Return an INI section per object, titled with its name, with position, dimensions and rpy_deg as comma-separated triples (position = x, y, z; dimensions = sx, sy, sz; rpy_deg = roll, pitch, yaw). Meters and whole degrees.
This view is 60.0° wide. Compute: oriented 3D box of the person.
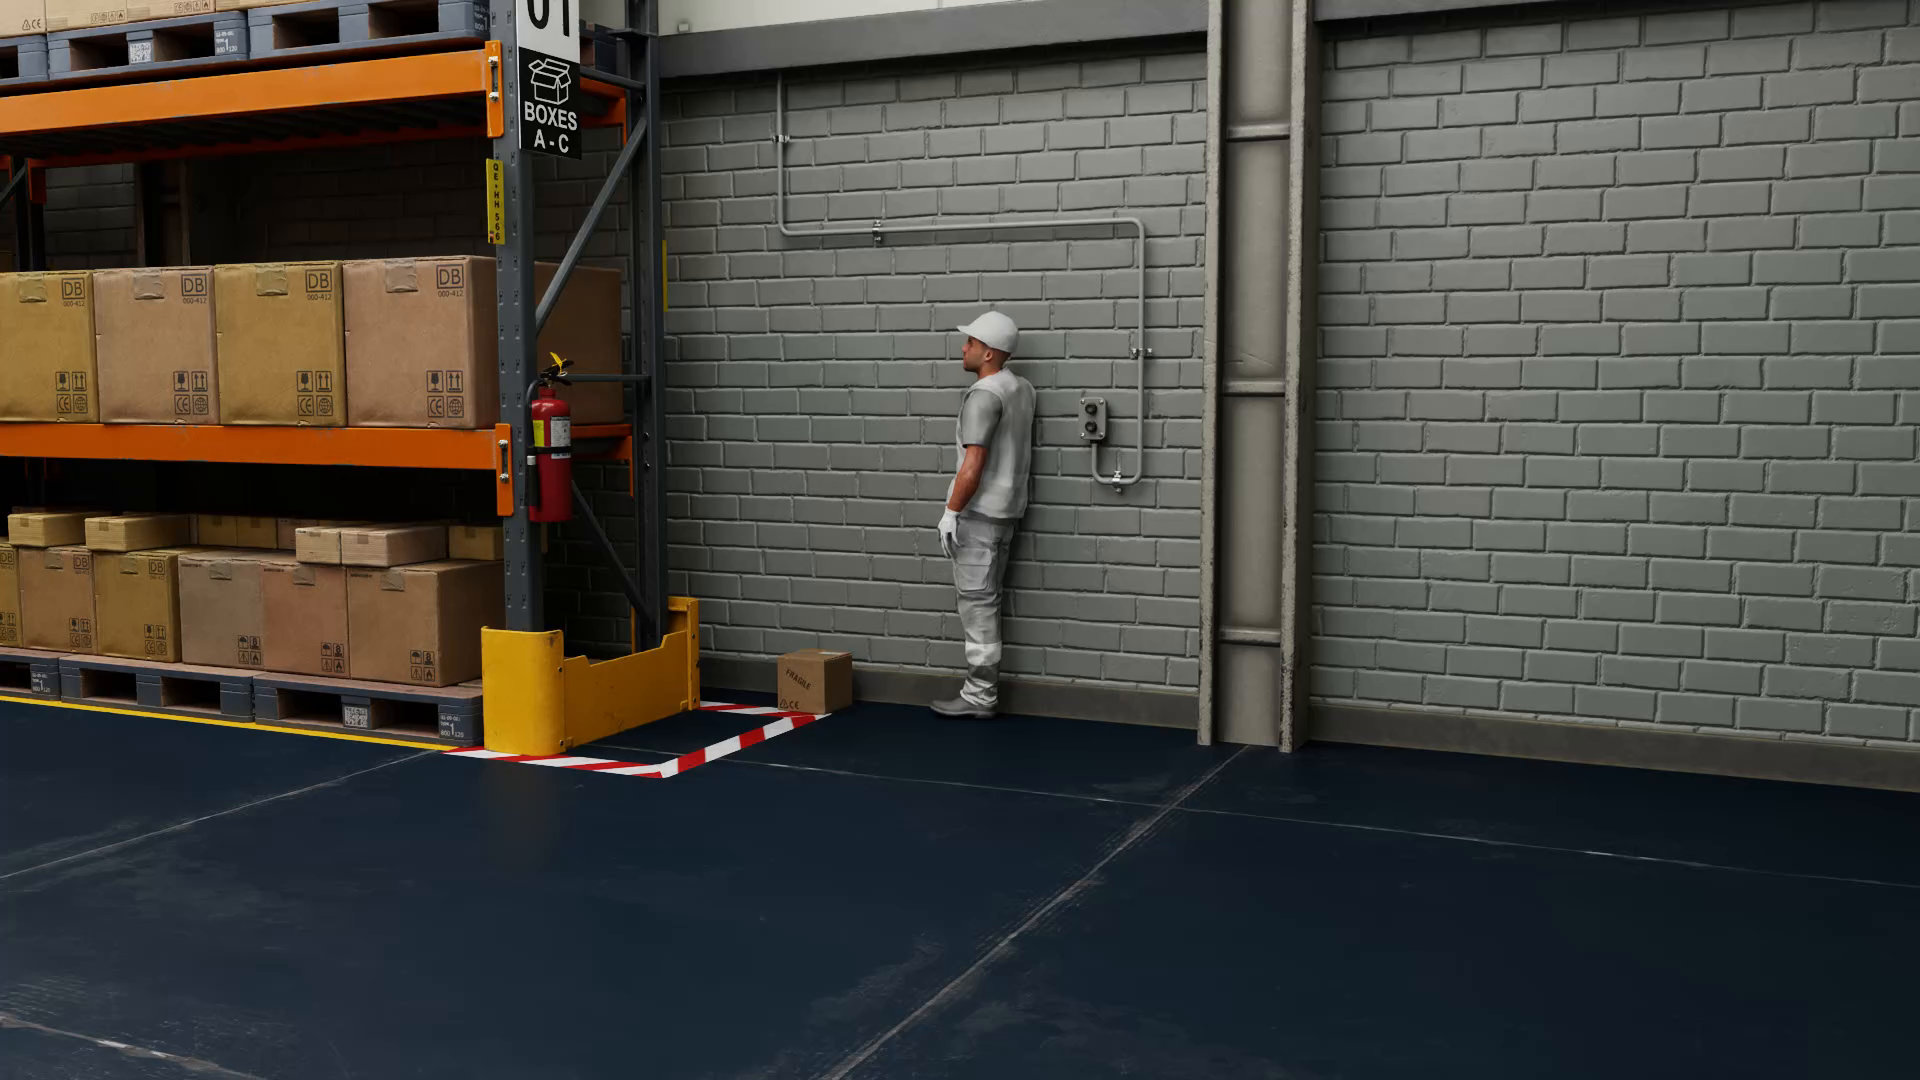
[person]
position = 0.037, -0.107, 7.367
dimensions = 0.562, 1.790, 0.638
rpy_deg = 2, 6, 24
